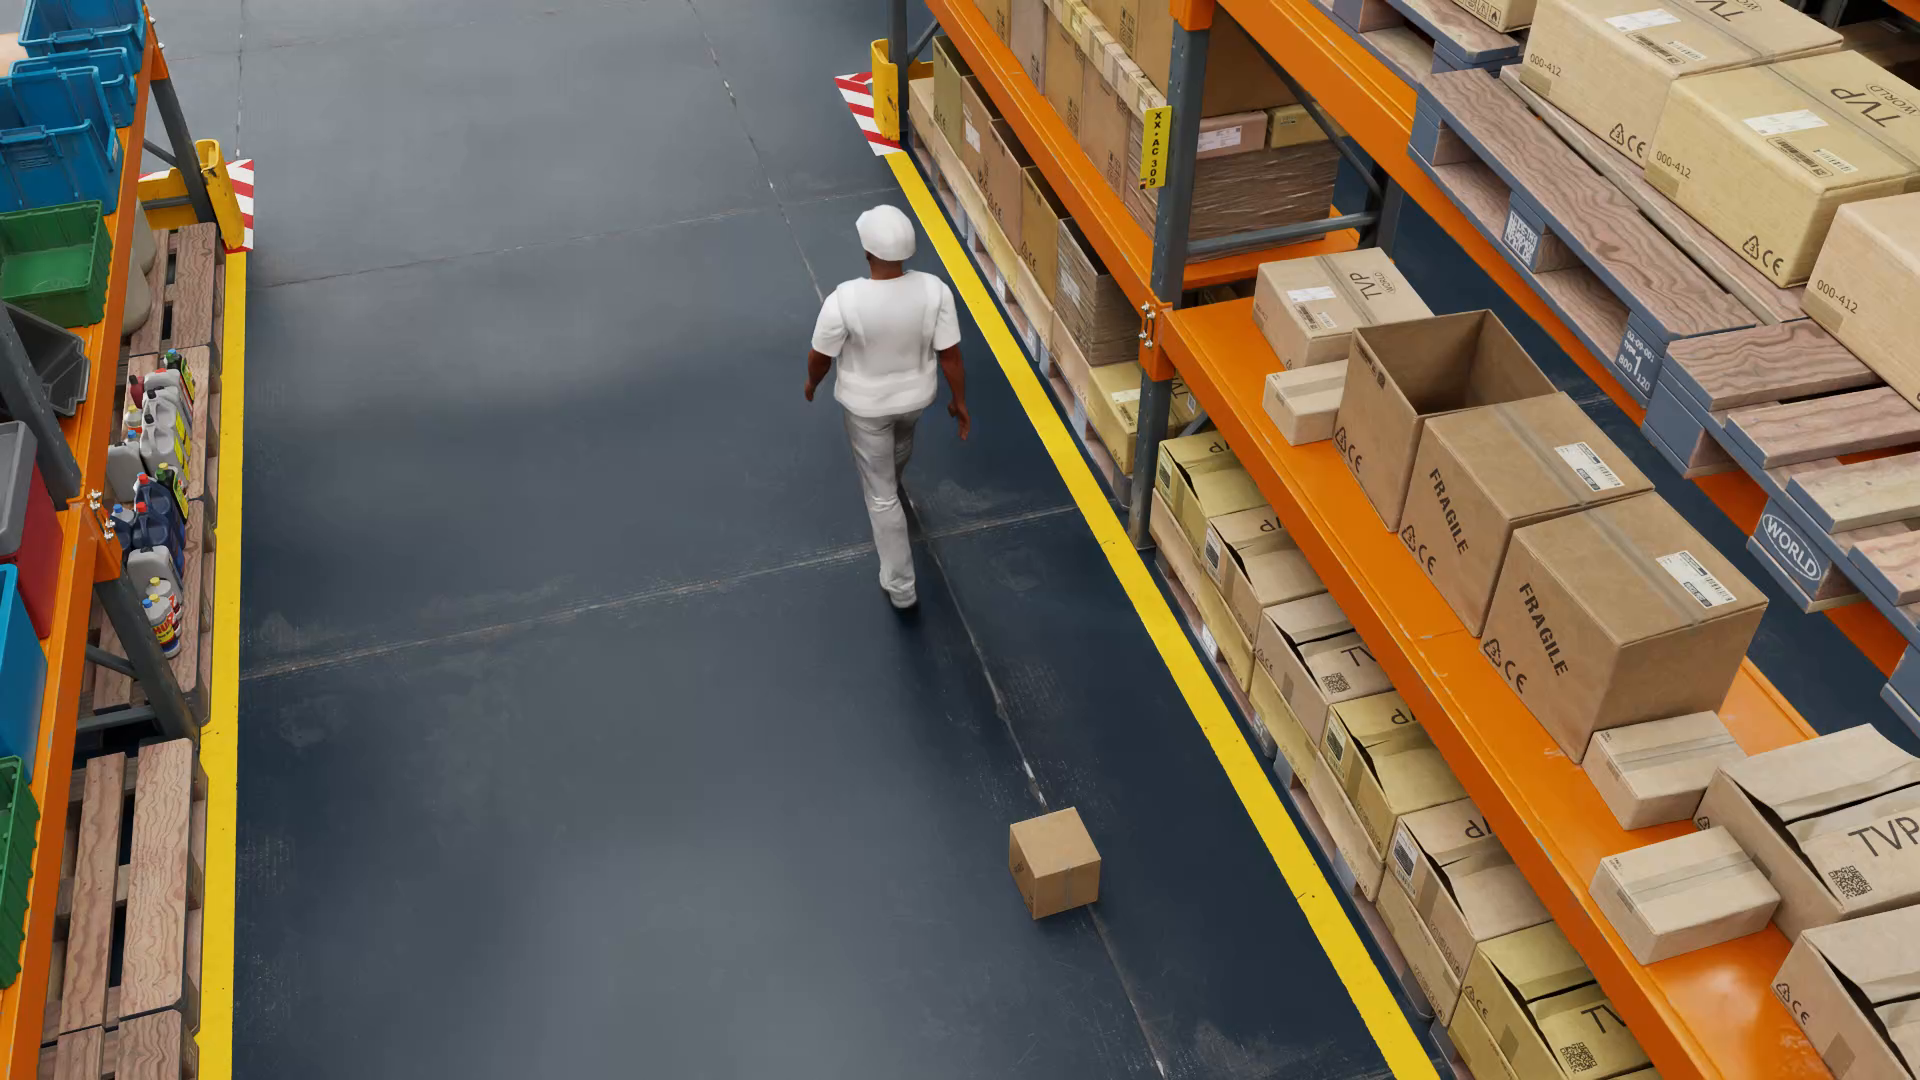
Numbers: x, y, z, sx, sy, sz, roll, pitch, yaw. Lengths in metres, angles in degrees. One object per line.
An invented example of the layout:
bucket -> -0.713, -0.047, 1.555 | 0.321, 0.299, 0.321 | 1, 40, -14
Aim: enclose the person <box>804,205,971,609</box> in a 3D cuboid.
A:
person -> -0.322, -0.655, 6.873 | 0.607, 1.712, 1.084 | -15, 44, -16
